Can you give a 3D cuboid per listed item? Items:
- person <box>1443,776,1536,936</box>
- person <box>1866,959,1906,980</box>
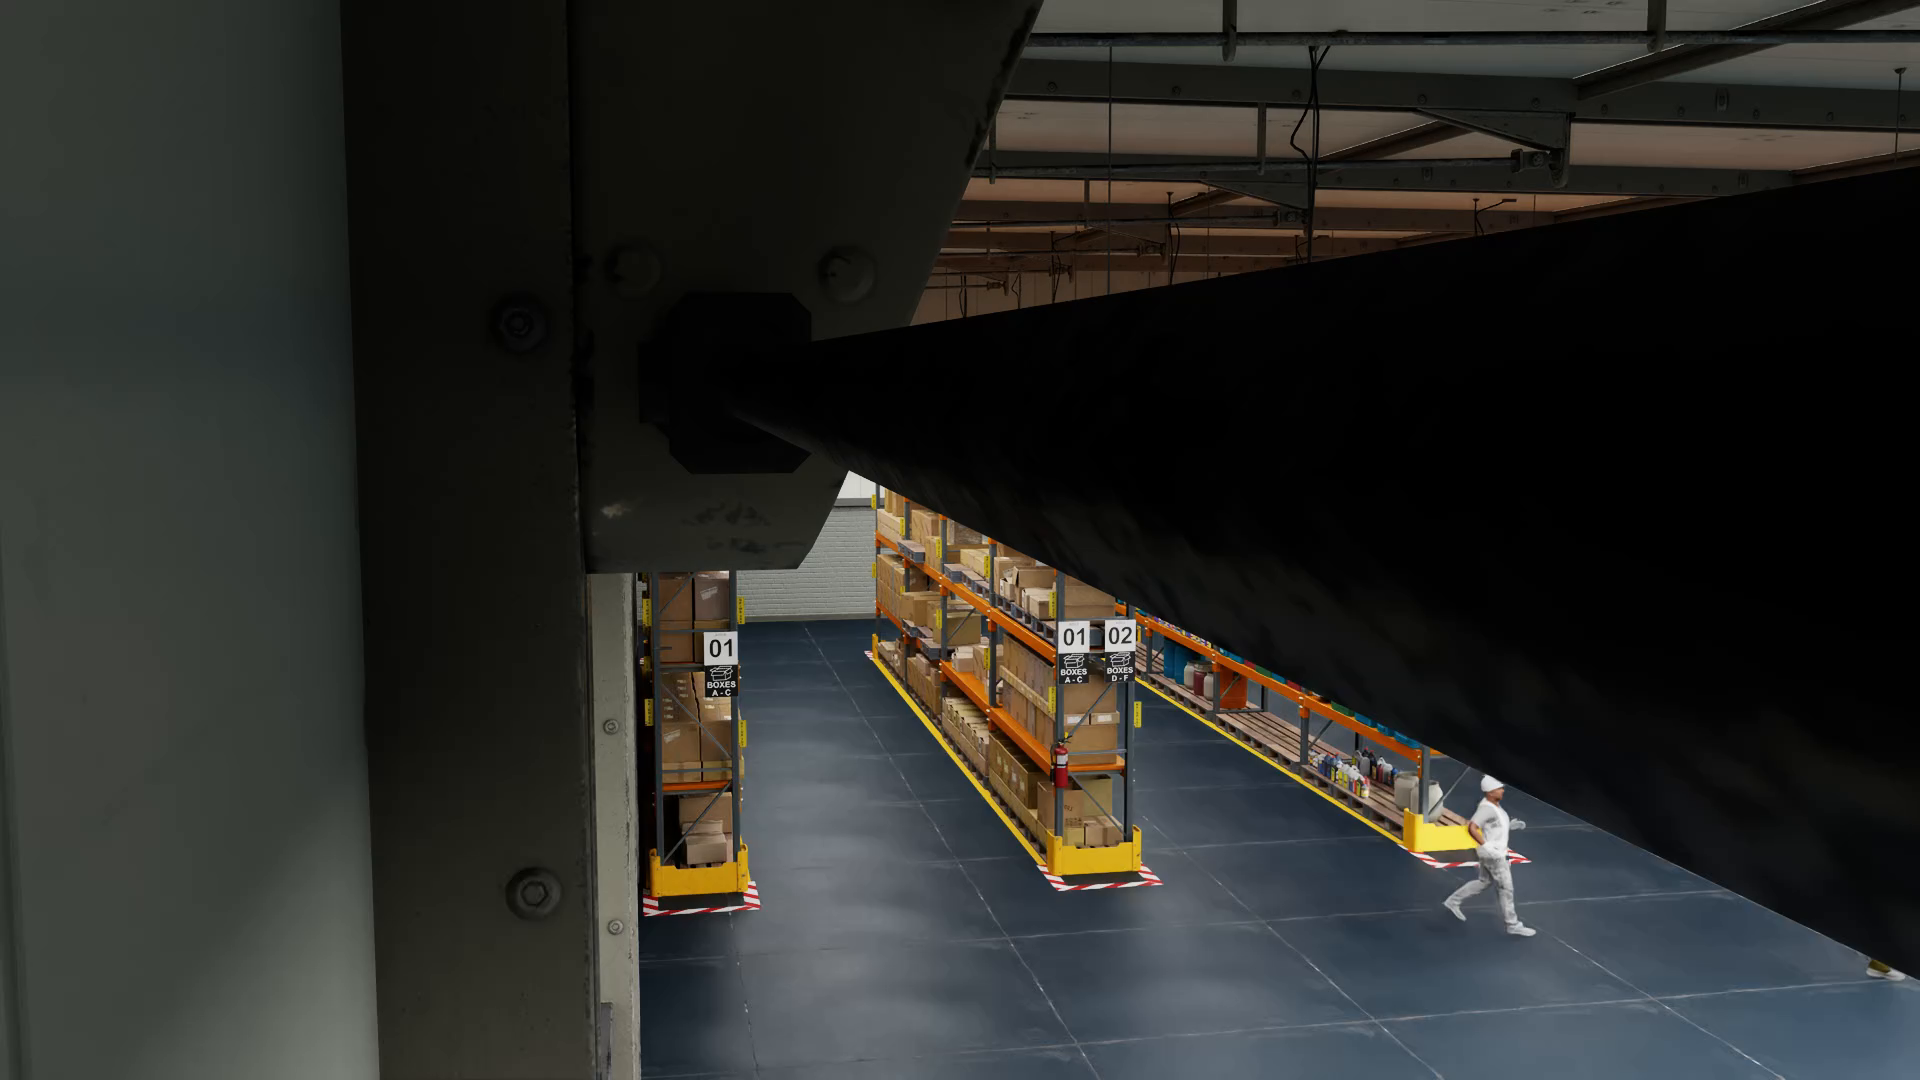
[{"bbox_3d":[5.952,3.509,18.627,1.002,1.762,0.689,2,6,16],"label":"person"},{"bbox_3d":[9.772,3.697,17.228,0.631,1.739,0.695,1,6,12],"label":"person"}]
